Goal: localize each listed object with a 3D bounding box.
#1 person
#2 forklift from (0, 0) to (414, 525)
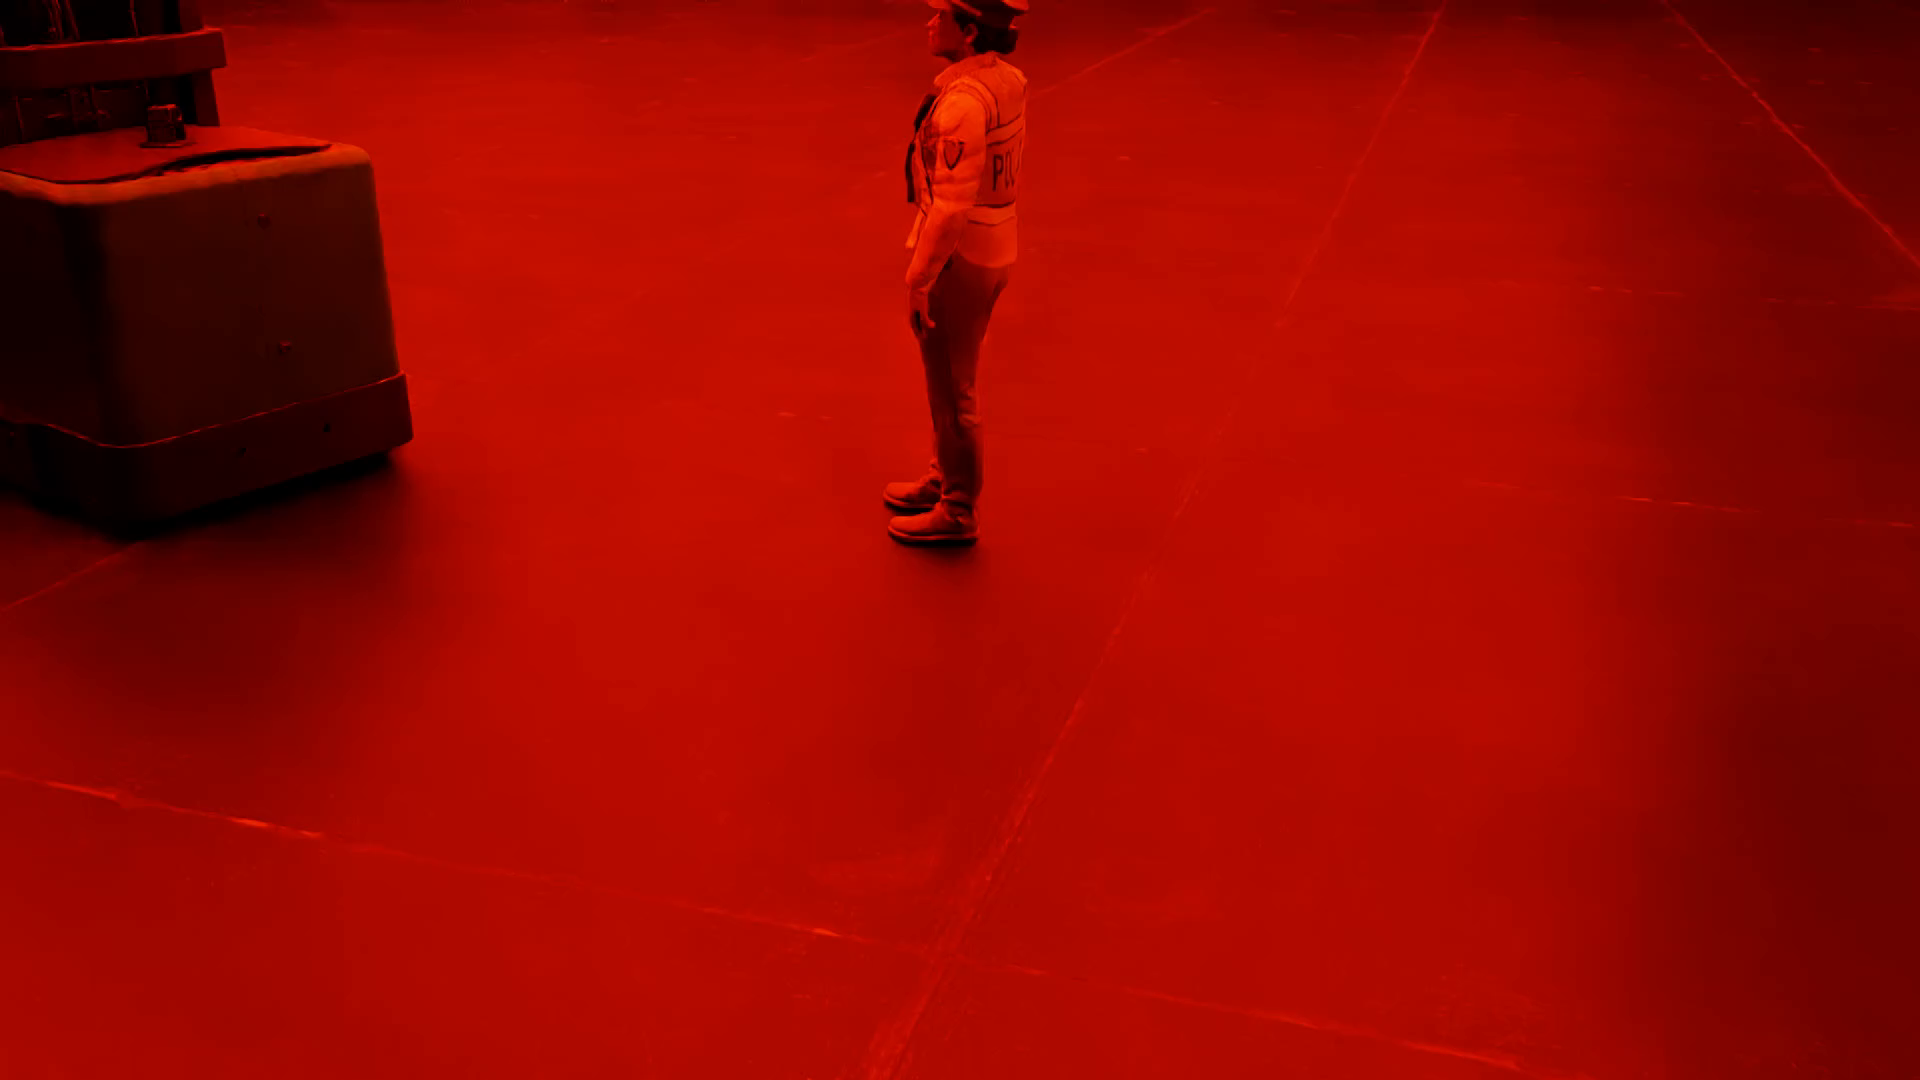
[{"bbox_3d":[-0.063,-0.801,4.819,0.533,1.695,0.586,7,23,16],"label":"person"},{"bbox_3d":[-3.382,-1.836,5.727,3.031,2.935,1.130,16,27,34],"label":"forklift"}]
